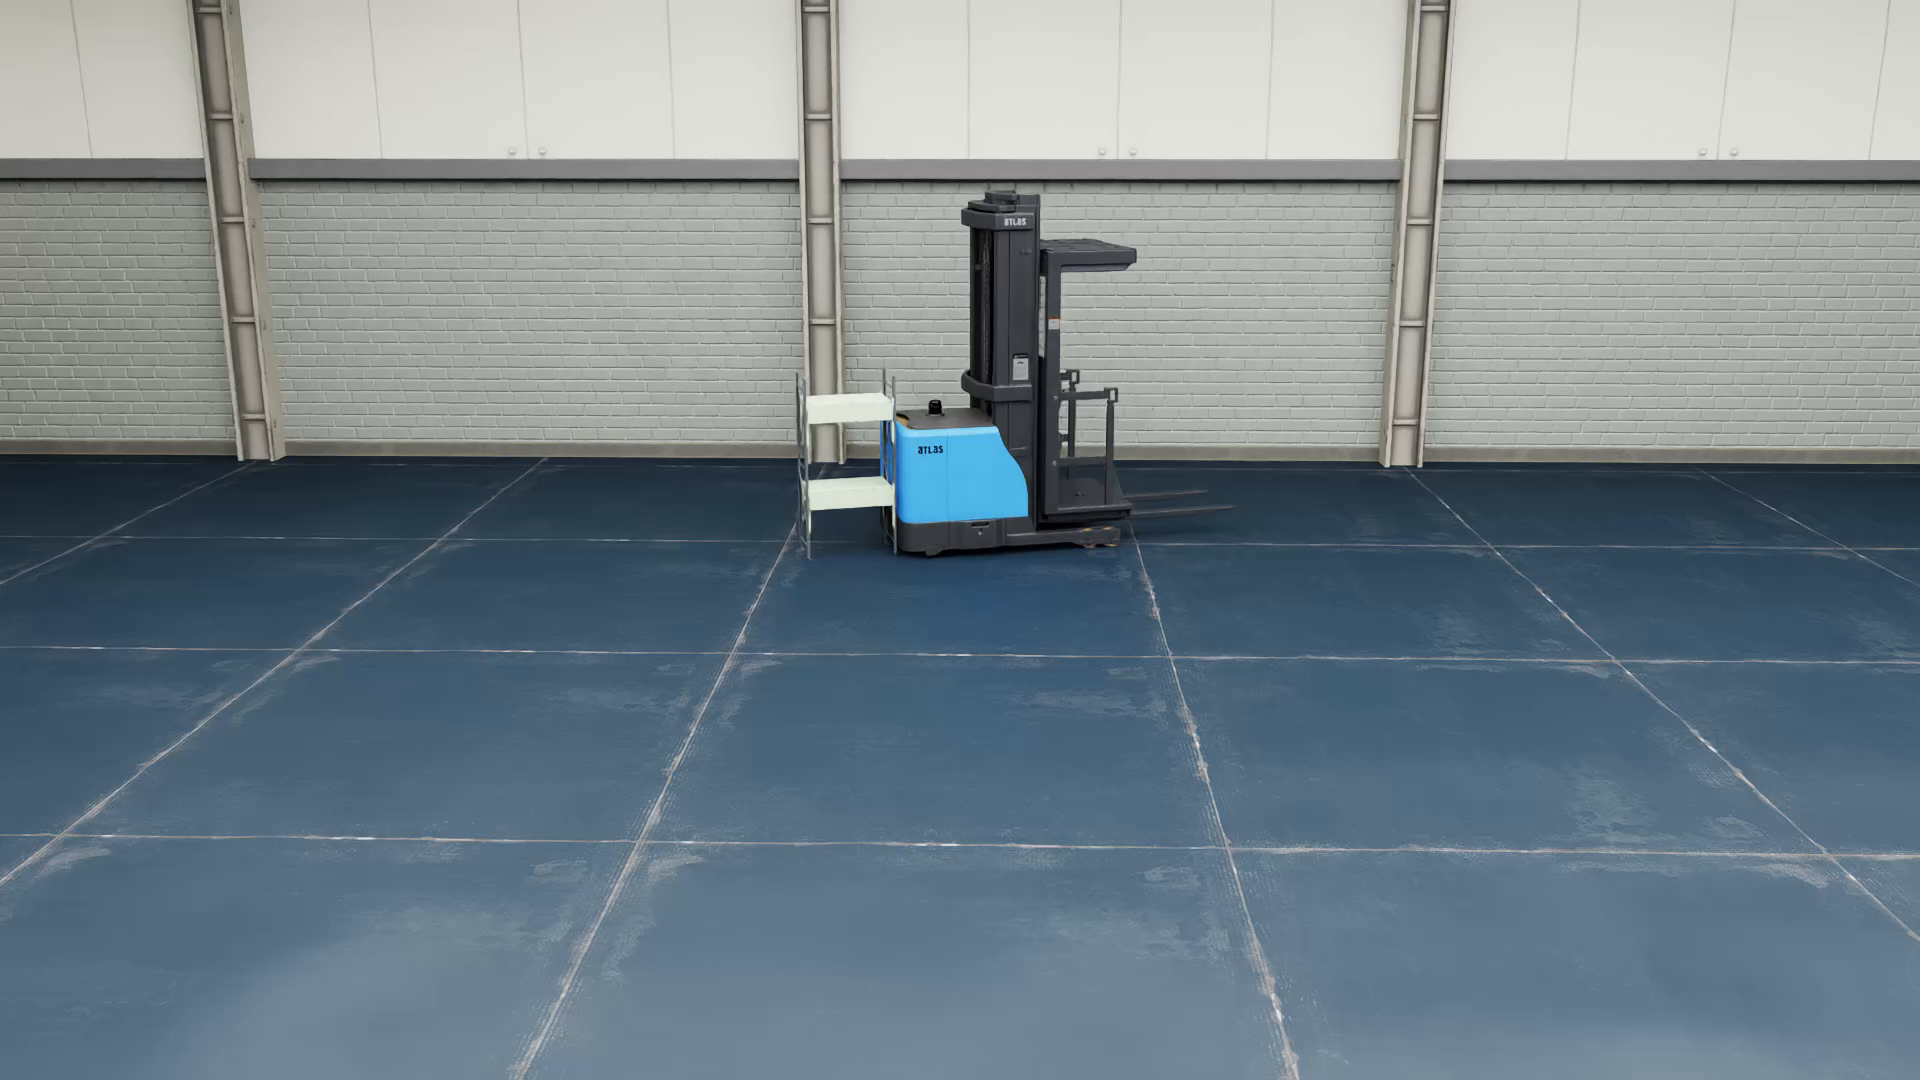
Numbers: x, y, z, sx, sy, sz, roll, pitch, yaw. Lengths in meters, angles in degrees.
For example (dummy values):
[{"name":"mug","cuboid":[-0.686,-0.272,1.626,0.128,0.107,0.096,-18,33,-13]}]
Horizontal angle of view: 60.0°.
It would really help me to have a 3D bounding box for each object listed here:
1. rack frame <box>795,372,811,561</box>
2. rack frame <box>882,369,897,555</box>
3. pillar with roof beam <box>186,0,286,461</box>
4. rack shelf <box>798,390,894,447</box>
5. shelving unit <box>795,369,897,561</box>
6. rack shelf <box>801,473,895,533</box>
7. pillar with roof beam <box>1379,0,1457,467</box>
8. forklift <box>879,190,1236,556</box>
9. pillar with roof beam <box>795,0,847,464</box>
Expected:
[{"name":"rack frame","cuboid":[-1.294,-0.605,13.693,0.023,1.500,0.400,-4,15,-15]},{"name":"rack frame","cuboid":[-0.587,-0.653,13.876,0.023,1.500,0.400,-4,15,-15]},{"name":"pillar with roof beam","cuboid":[-7.512,-4.126,12.340,0.400,9.000,9.100,0,15,1]},{"name":"rack shelf","cuboid":[-0.941,-1.007,13.685,0.720,0.370,0.431,-4,15,-15]},{"name":"shelving unit","cuboid":[-0.941,-0.629,13.785,0.755,1.500,0.431,-4,15,-15]},{"name":"rack shelf","cuboid":[-0.941,-0.314,13.868,0.720,0.370,0.431,-4,15,-15]},{"name":"pillar with roof beam","cuboid":[4.484,-4.048,12.043,0.400,9.000,9.100,0,15,1]},{"name":"forklift","cuboid":[0.871,-1.472,14.174,3.031,2.935,1.130,-4,15,-14]},{"name":"pillar with roof beam","cuboid":[-1.514,-4.087,12.192,0.400,9.000,9.100,0,15,1]}]
